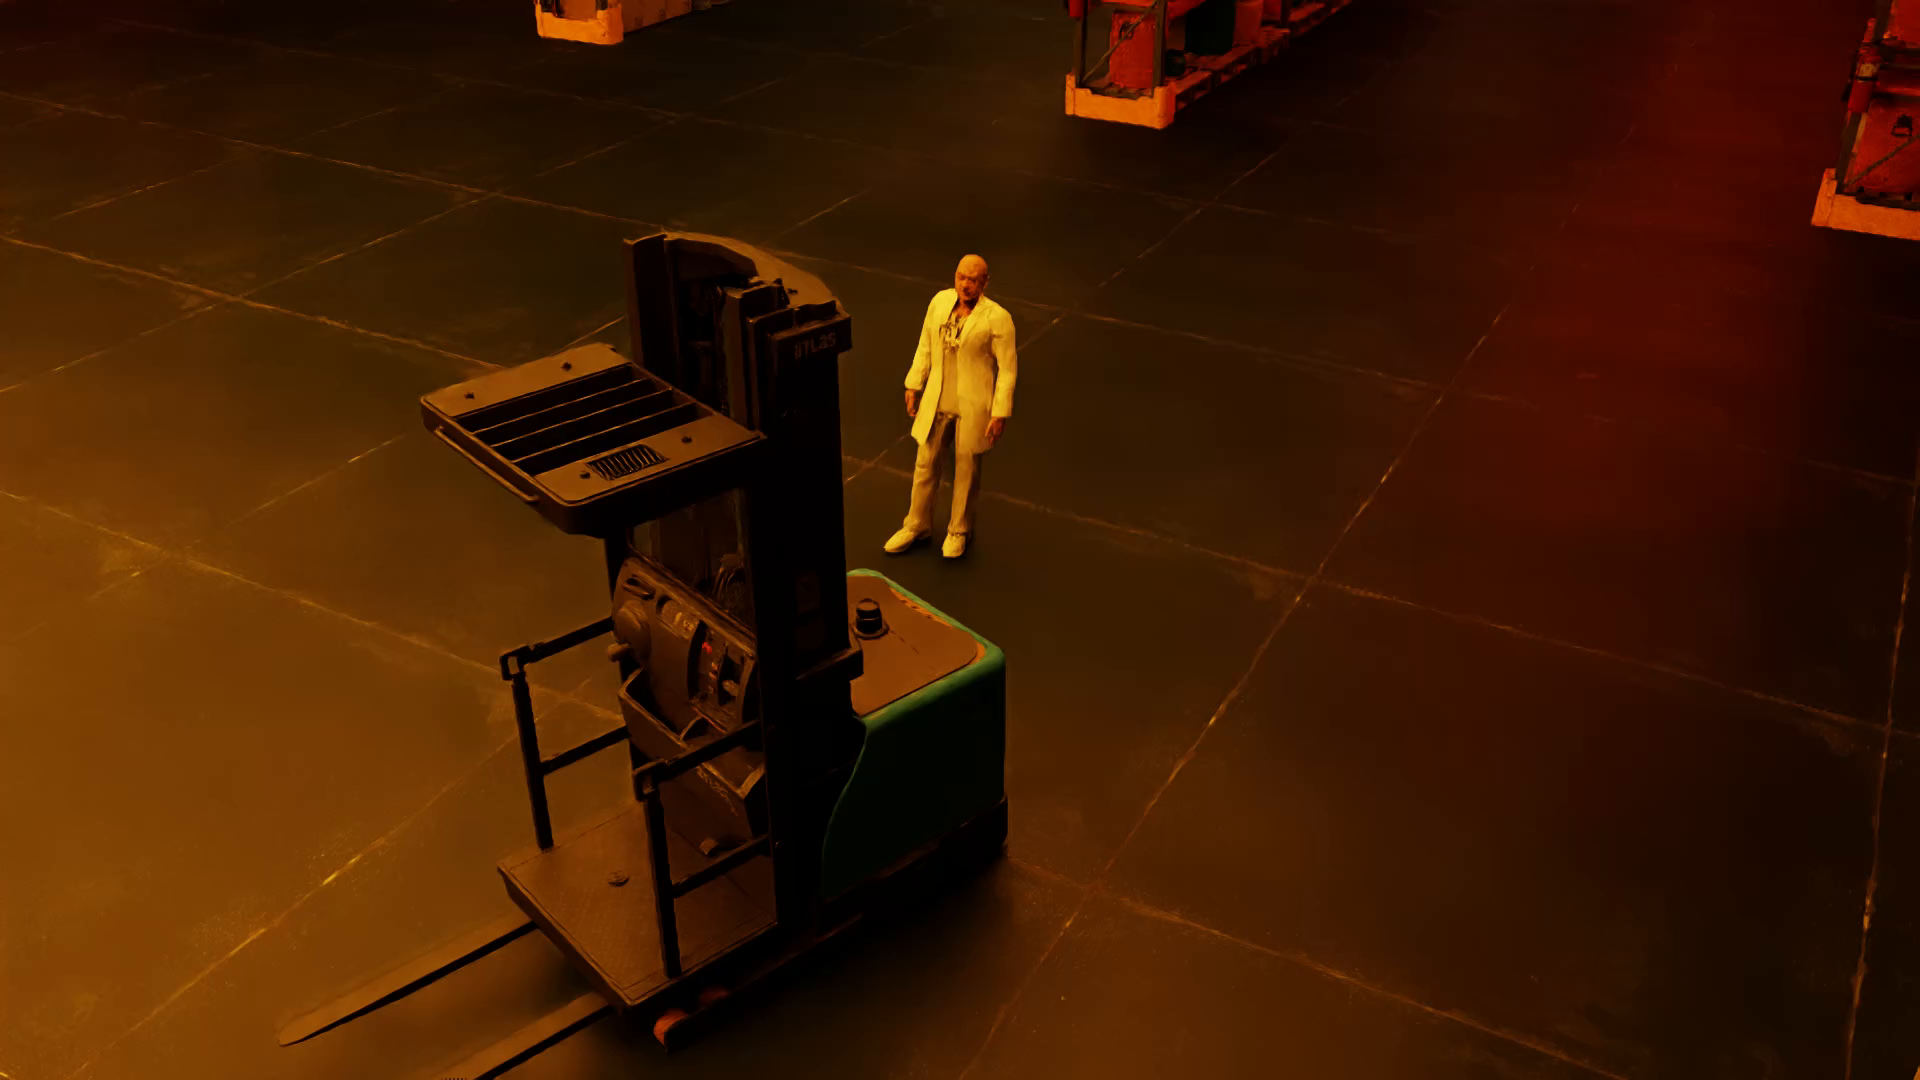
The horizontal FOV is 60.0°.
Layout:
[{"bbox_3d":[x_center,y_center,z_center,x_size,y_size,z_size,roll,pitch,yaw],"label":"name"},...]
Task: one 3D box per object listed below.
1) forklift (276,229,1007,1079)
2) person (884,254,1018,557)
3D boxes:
[{"bbox_3d":[-1.231,0.434,6.318,3.031,2.935,1.130,-24,37,-35],"label":"forklift"},{"bbox_3d":[-0.048,-0.737,9.488,0.694,1.776,0.579,15,33,25],"label":"person"}]
